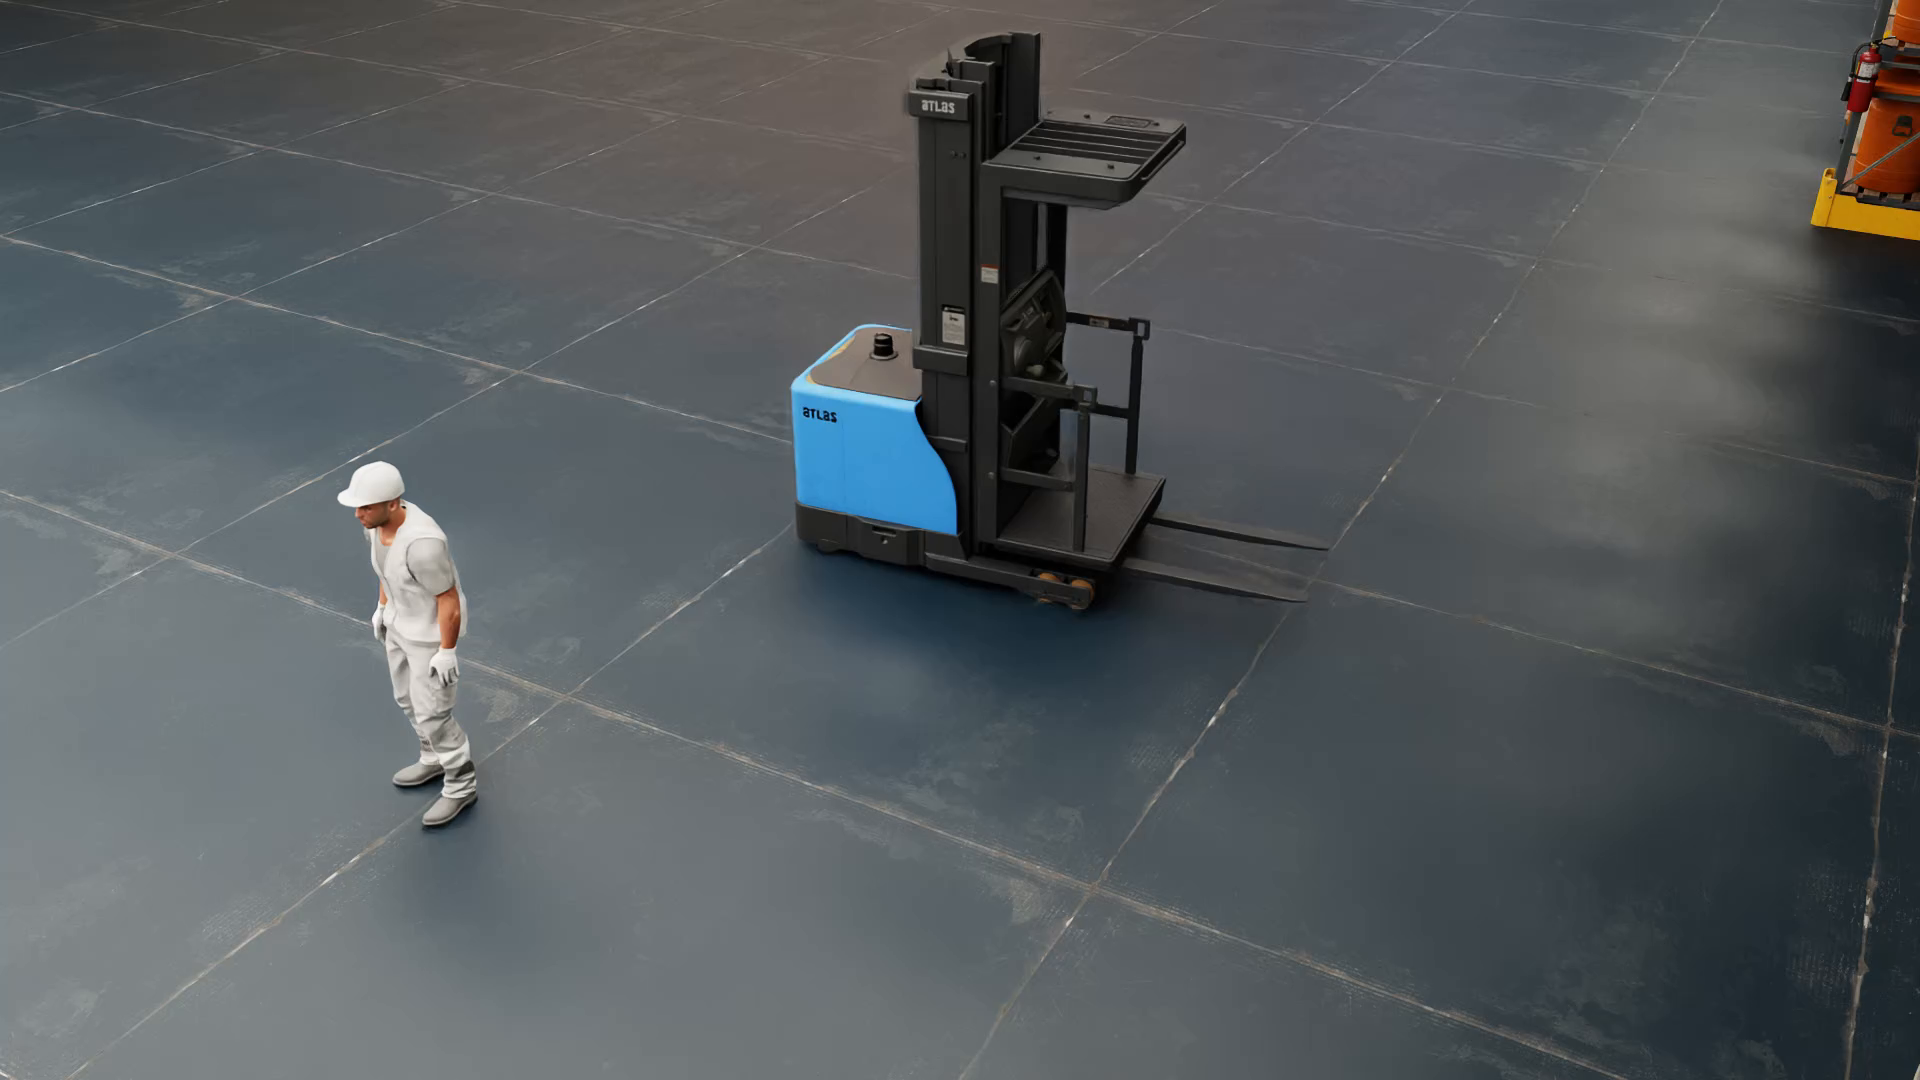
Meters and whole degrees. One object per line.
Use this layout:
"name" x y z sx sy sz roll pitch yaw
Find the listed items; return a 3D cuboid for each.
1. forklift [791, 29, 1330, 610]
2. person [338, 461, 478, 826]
"forklift" 0.591 -1.179 9.113 3.031 2.935 1.130 11 32 19
"person" -2.454 0.427 7.490 0.438 1.778 0.608 -25 39 -37
